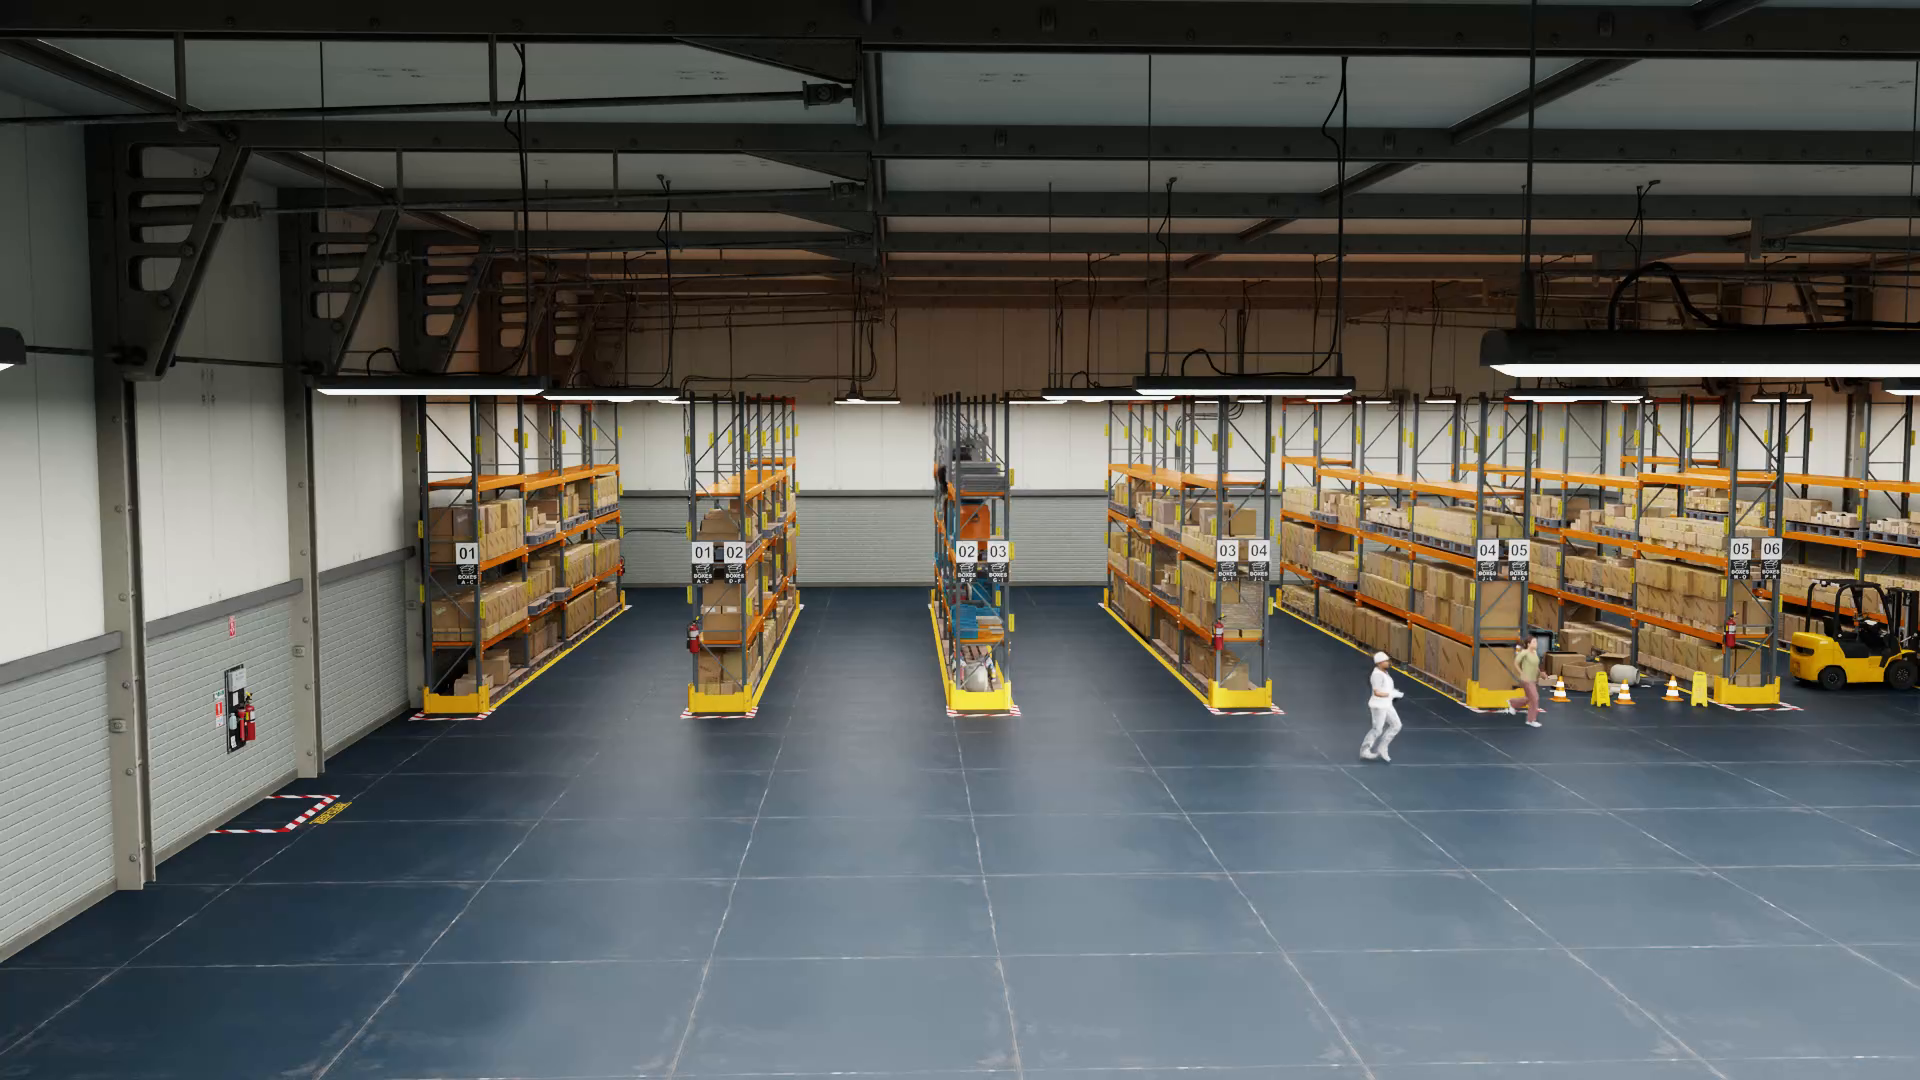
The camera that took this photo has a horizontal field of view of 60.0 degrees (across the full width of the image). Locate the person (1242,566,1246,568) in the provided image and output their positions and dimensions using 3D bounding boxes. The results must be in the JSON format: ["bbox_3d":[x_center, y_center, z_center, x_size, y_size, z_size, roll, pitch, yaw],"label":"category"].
[{"bbox_3d":[7.932,1.174,47.605,0.629,1.522,0.524,2,5,27],"label":"person"}]

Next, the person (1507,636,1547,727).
[{"bbox_3d":[10.161,2.520,29.973,0.564,1.623,0.736,-4,6,-40],"label":"person"}]

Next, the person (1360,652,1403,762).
[{"bbox_3d":[6.810,2.699,26.771,0.720,1.802,0.653,3,5,30],"label":"person"}]
